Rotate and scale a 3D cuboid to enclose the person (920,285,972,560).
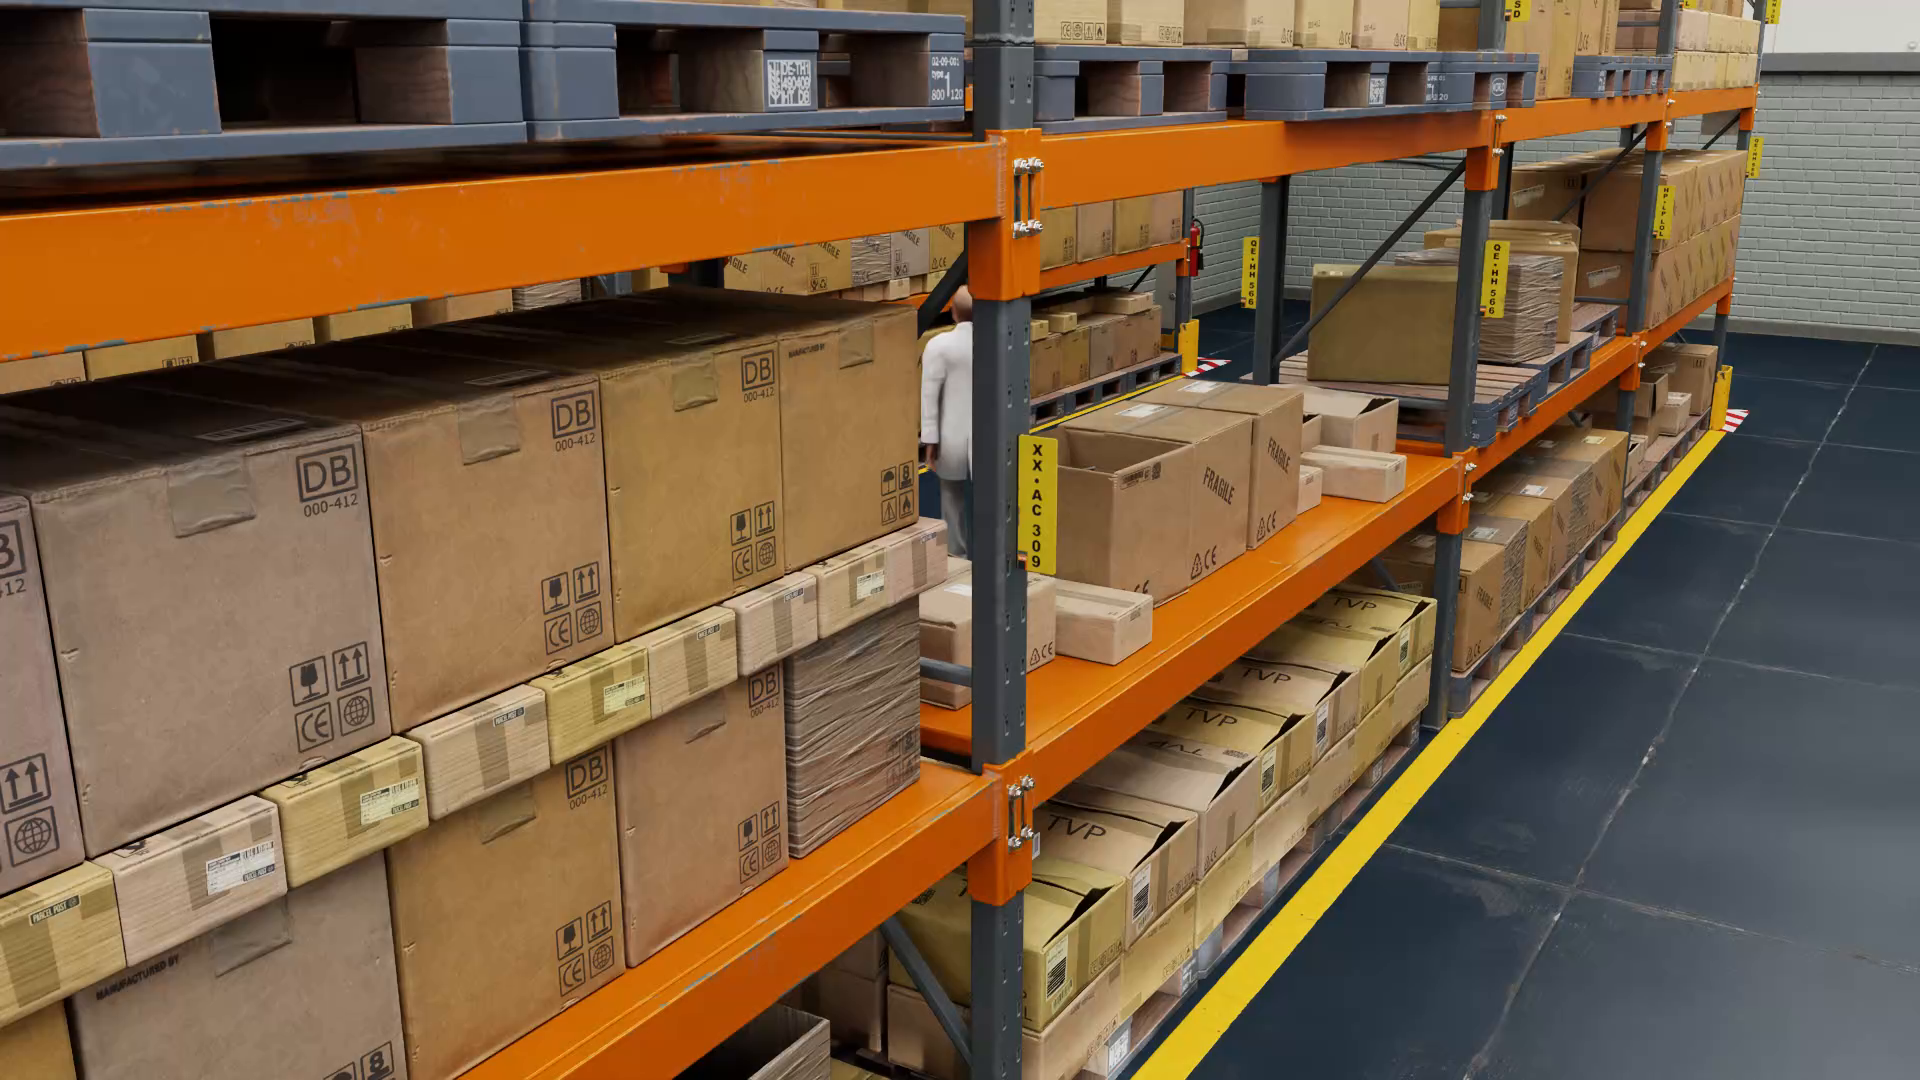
[{"bbox_3d":[0.056,-0.595,9.622,0.572,1.745,1.001,-1,16,-3],"label":"person"}]
